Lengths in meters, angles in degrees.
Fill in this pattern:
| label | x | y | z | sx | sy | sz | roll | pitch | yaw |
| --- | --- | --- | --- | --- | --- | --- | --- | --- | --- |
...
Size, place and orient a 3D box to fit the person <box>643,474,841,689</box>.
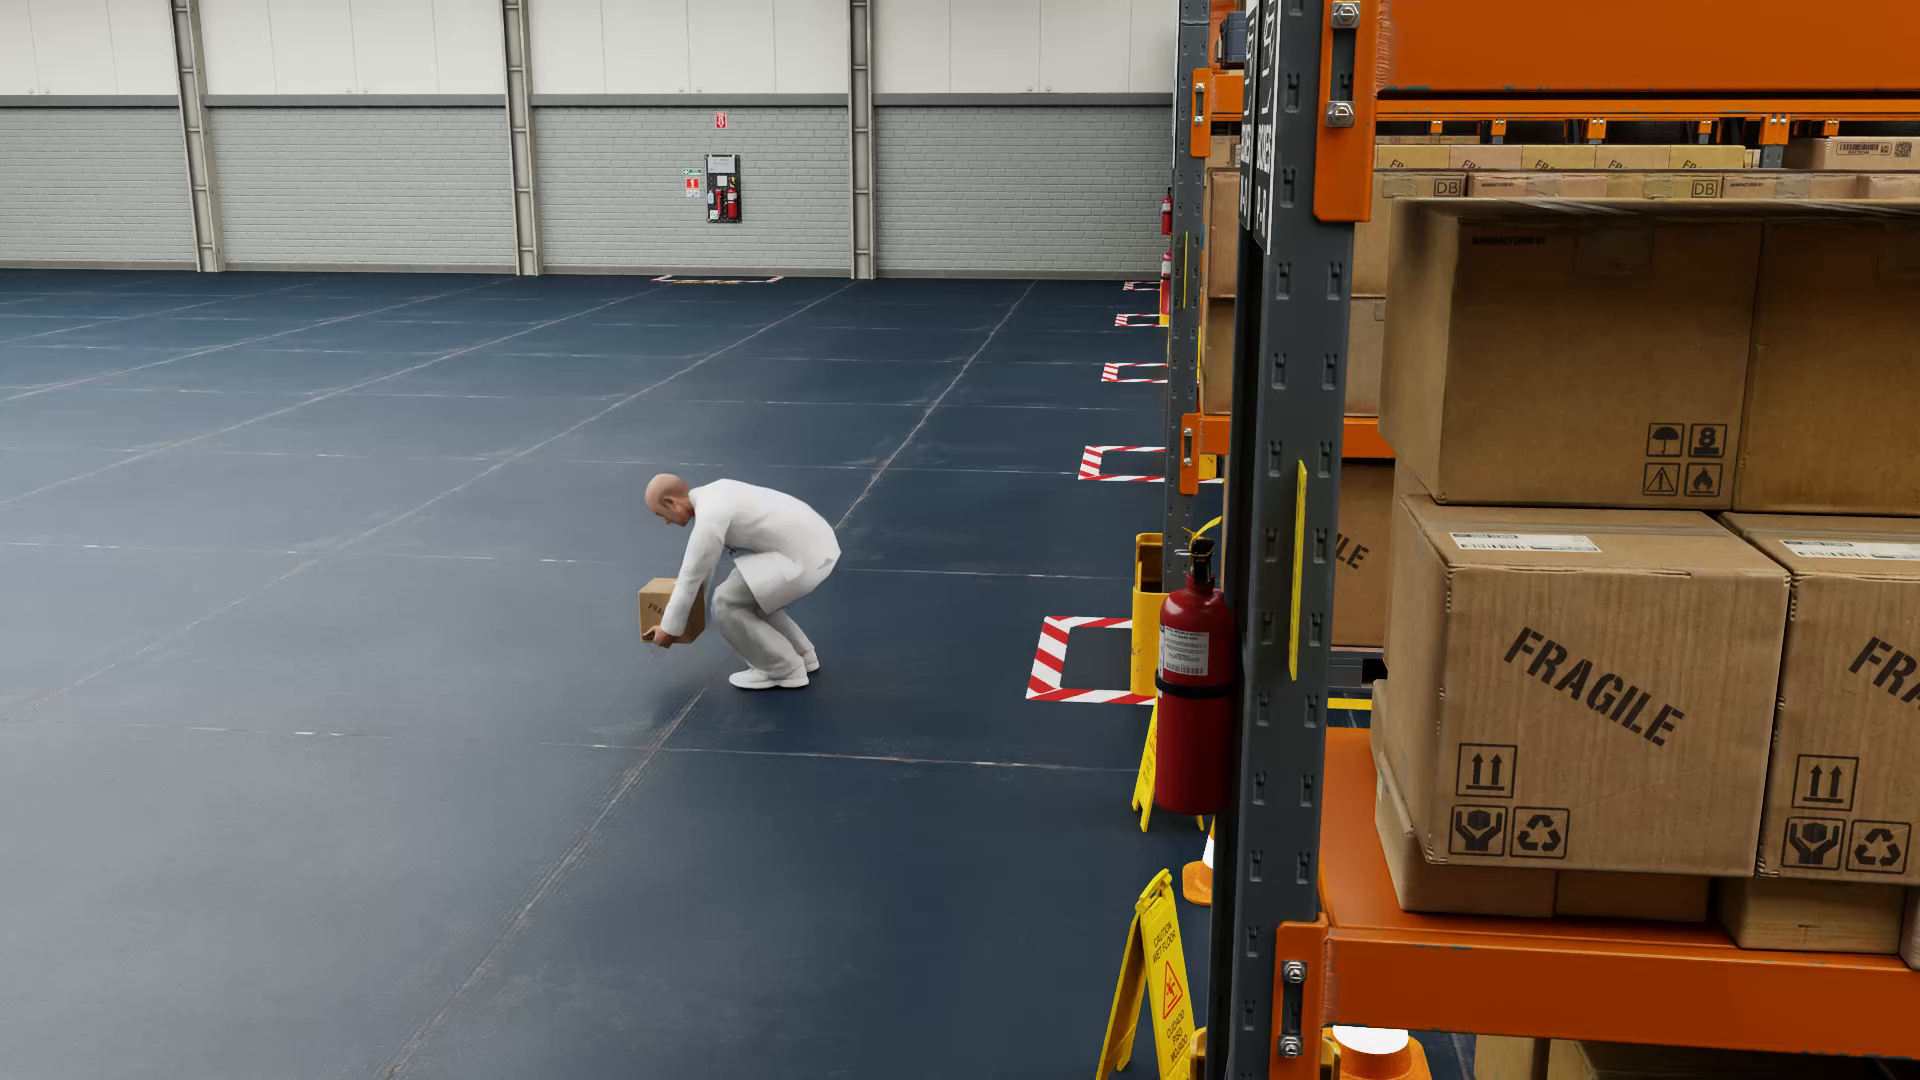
| label | x | y | z | sx | sy | sz | roll | pitch | yaw |
| --- | --- | --- | --- | --- | --- | --- | --- | --- | --- |
| person | -1.032 | 0.175 | 7.925 | 0.927 | 1.008 | 0.589 | 1 | 14 | 5 |
